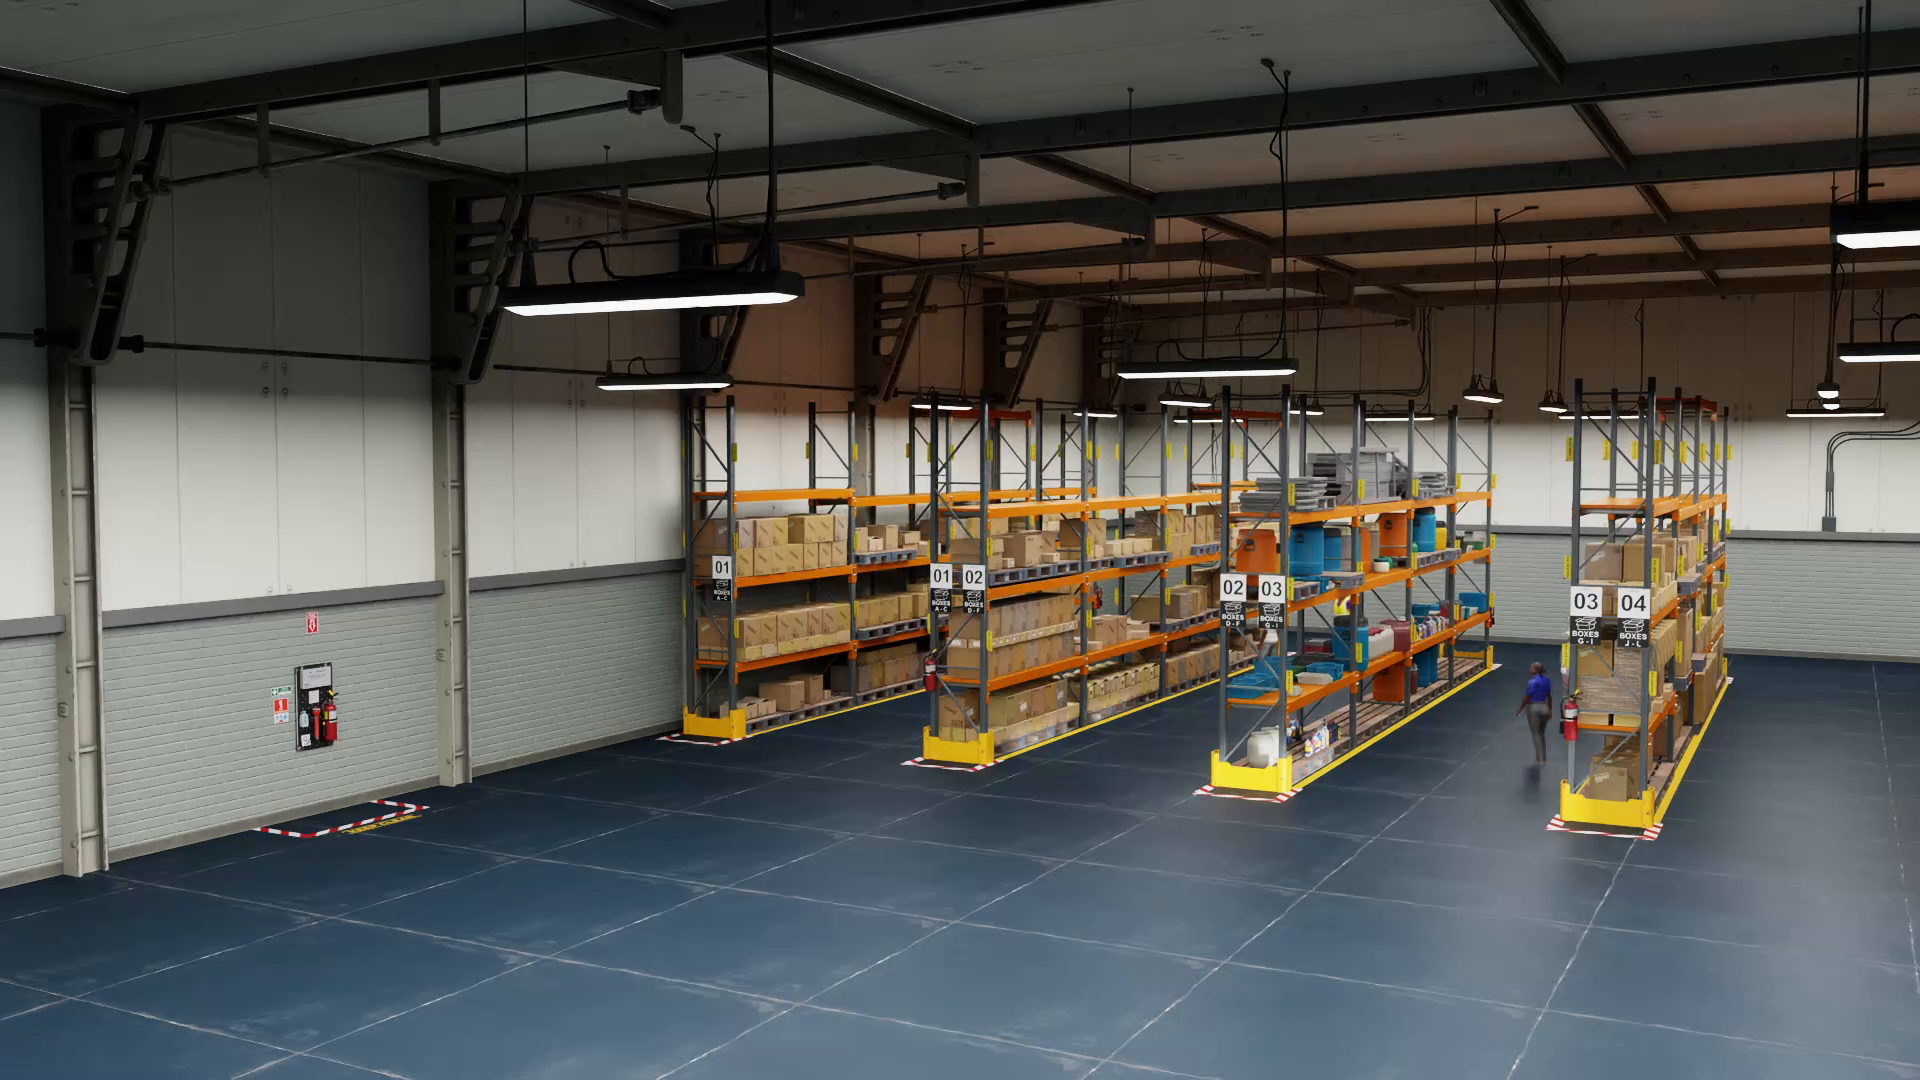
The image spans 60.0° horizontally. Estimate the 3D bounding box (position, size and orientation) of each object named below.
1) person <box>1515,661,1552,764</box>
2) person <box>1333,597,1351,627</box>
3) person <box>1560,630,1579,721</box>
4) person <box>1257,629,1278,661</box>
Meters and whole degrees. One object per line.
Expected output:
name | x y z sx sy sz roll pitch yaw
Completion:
person | 9.249 2.805 26.721 0.577 1.696 0.662 -1 3 -10
person | 9.364 1.999 40.738 0.544 1.726 1.031 1 3 26
person | 11.339 2.482 30.657 0.513 1.766 0.523 -1 3 -12
person | 6.659 2.220 36.079 0.447 1.773 0.617 3 4 45
